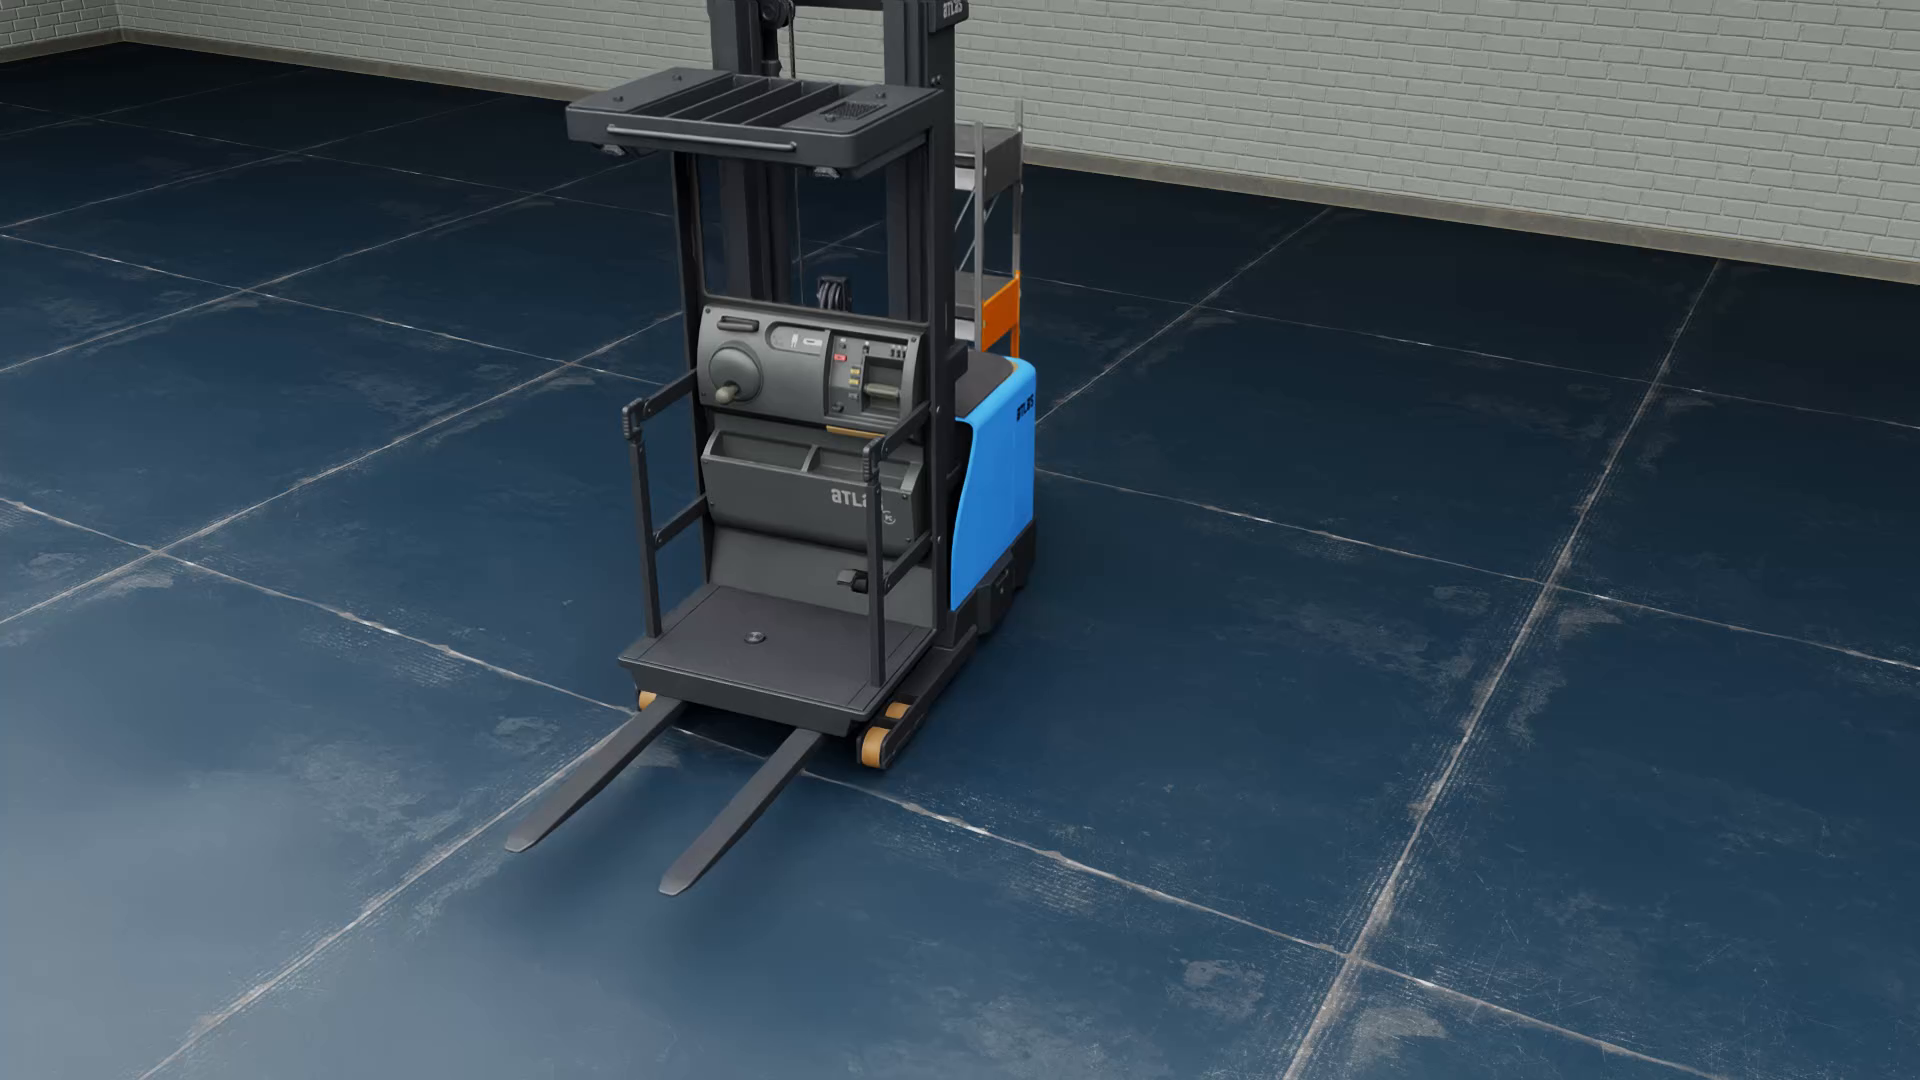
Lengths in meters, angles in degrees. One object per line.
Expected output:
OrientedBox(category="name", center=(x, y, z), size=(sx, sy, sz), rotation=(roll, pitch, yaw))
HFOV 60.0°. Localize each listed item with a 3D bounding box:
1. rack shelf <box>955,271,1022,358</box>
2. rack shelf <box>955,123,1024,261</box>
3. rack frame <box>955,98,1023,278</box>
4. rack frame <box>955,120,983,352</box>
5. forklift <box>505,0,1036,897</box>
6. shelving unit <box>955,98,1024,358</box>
OrientedBox(category="rack shelf", center=(0.006, -0.986, 7.905), size=(0.431, 0.518, 0.480), rotation=(10, 28, 20))
OrientedBox(category="rack shelf", center=(0.006, -1.612, 7.591), size=(0.431, 0.518, 0.480), rotation=(10, 28, 20))
OrientedBox(category="rack frame", center=(0.098, -1.099, 8.100), size=(0.400, 2.100, 0.015), rotation=(10, 28, 20))
OrientedBox(category="rack frame", center=(-0.087, -0.897, 7.696), size=(0.400, 2.100, 0.015), rotation=(10, 28, 20))
OrientedBox(category="forklift", center=(-0.670, -0.633, 6.240), size=(1.130, 2.935, 3.031), rotation=(10, 28, 20))
OrientedBox(category="shelving unit", center=(0.006, -0.998, 7.898), size=(0.431, 2.100, 0.503), rotation=(10, 28, 20))
